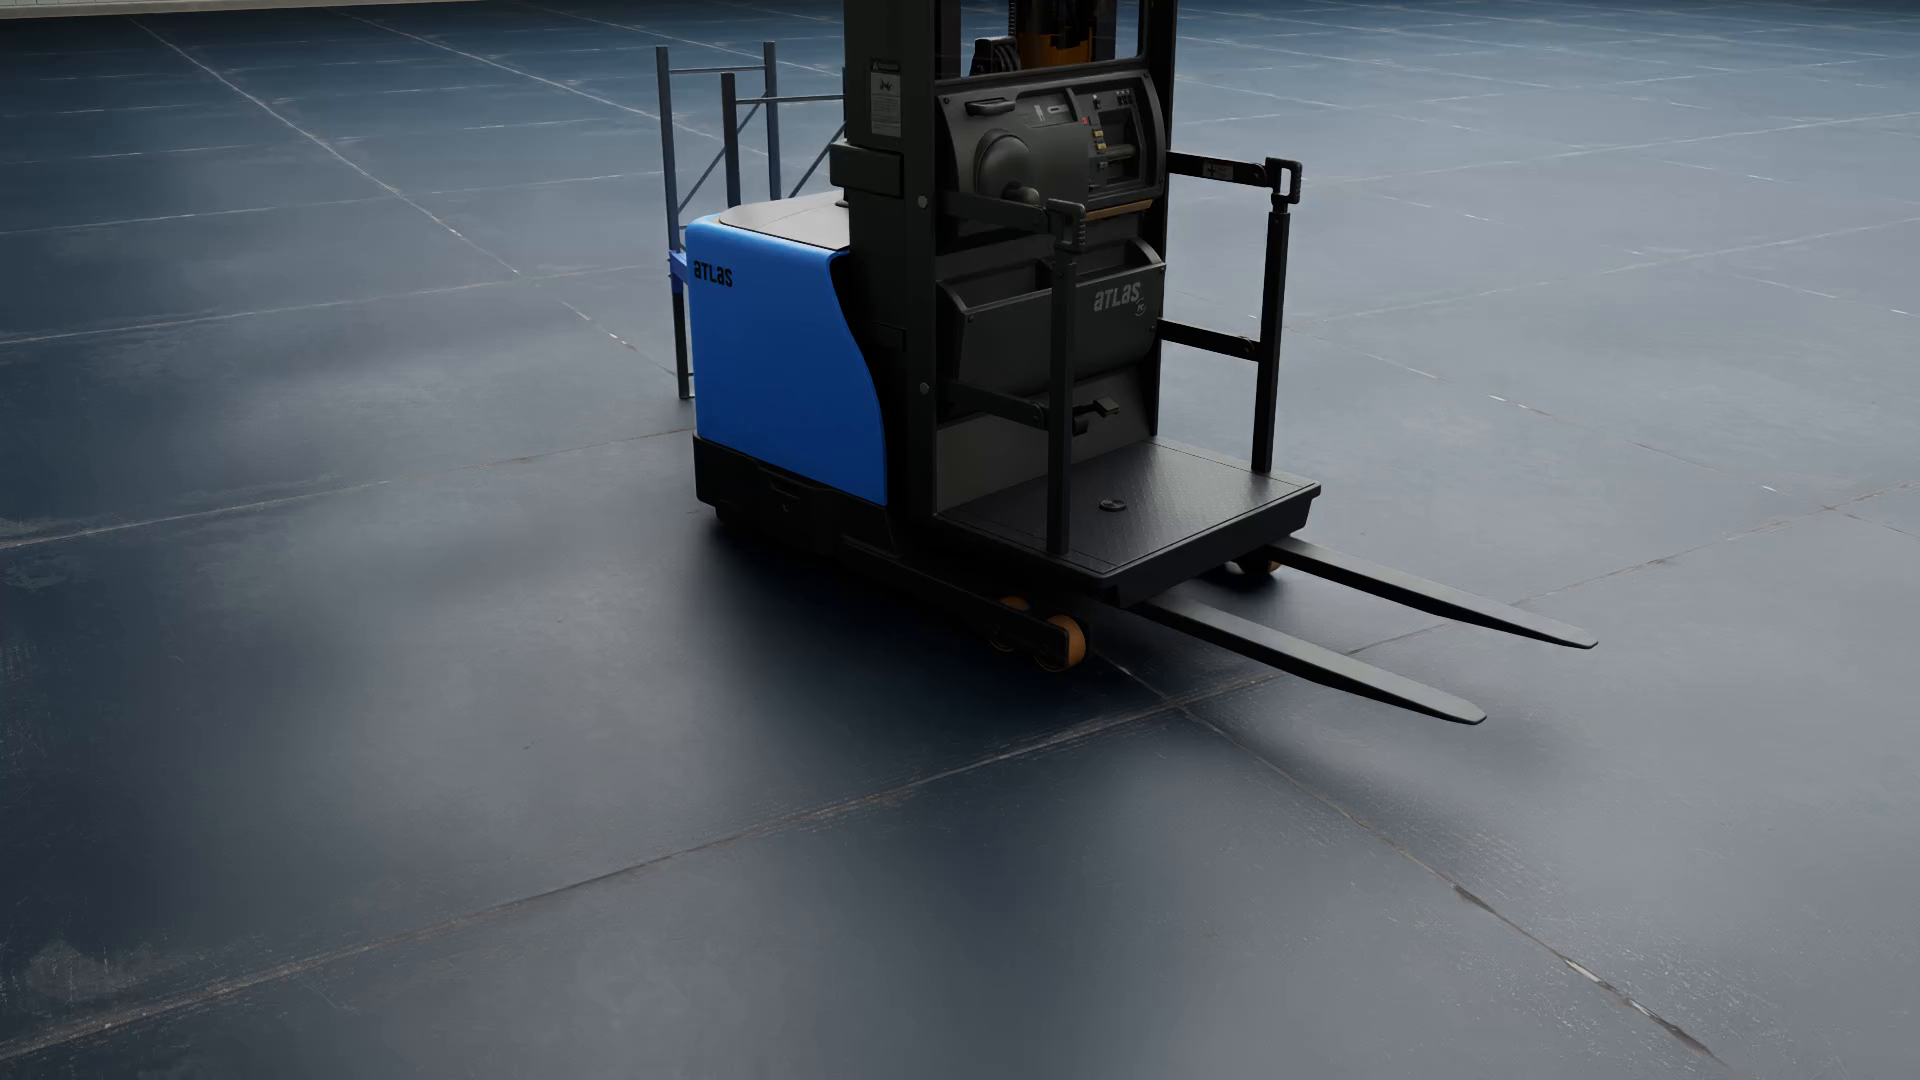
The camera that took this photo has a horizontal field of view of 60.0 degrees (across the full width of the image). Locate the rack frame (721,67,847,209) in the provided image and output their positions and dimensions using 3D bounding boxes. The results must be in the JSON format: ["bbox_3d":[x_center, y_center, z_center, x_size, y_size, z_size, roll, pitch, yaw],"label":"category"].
[{"bbox_3d":[-0.618,-1.005,6.292,0.500,1.500,0.032,-9,24,-21],"label":"rack frame"}]

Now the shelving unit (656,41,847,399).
[{"bbox_3d":[-0.813,-1.181,6.726,0.538,1.500,1.048,-9,24,-21],"label":"shelving unit"}]

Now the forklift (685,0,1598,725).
[{"bbox_3d":[0.442,-1.190,4.848,1.130,2.935,3.031,-21,30,-41],"label":"forklift"}]

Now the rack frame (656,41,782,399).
[{"bbox_3d":[-1.009,-1.358,7.161,0.500,1.500,0.032,-9,24,-21],"label":"rack frame"}]

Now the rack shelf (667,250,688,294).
[{"bbox_3d":[-0.813,-1.015,6.794,0.538,0.185,1.000,-9,24,-21],"label":"rack shelf"}]
